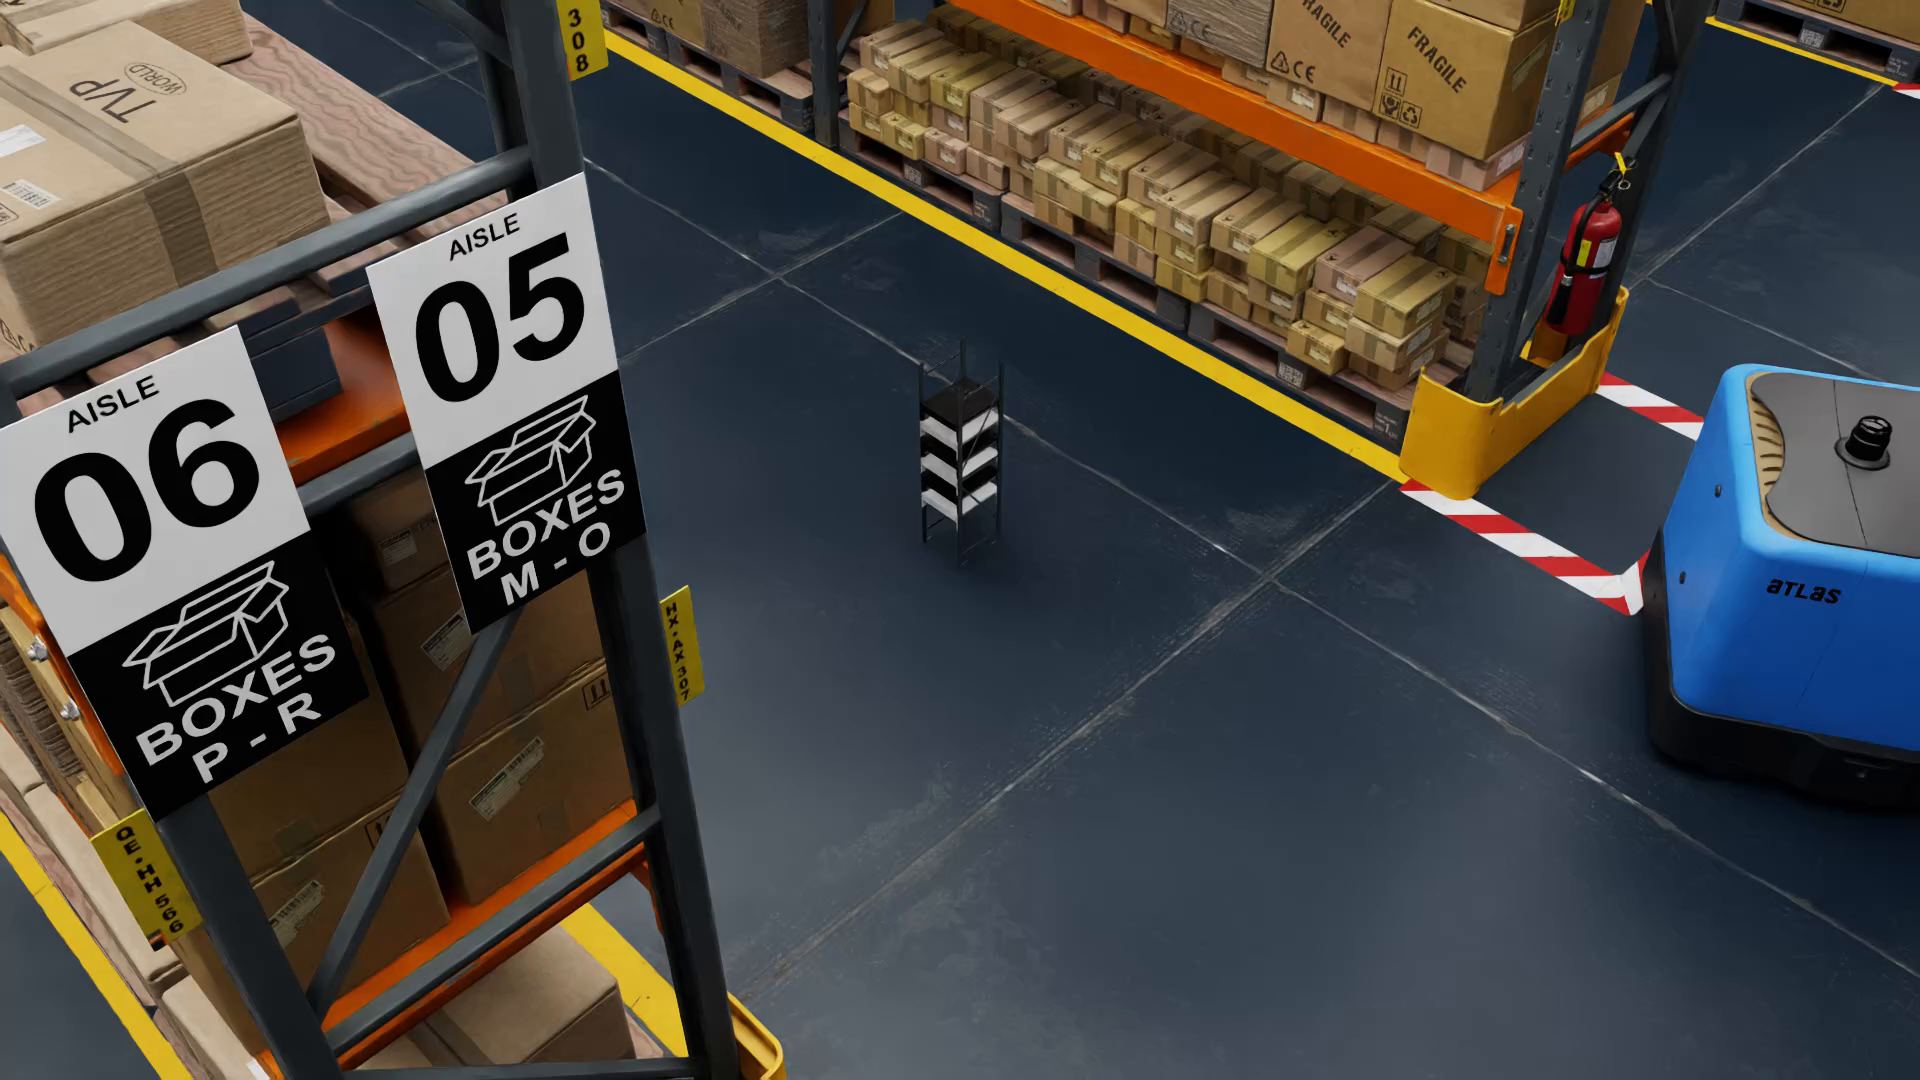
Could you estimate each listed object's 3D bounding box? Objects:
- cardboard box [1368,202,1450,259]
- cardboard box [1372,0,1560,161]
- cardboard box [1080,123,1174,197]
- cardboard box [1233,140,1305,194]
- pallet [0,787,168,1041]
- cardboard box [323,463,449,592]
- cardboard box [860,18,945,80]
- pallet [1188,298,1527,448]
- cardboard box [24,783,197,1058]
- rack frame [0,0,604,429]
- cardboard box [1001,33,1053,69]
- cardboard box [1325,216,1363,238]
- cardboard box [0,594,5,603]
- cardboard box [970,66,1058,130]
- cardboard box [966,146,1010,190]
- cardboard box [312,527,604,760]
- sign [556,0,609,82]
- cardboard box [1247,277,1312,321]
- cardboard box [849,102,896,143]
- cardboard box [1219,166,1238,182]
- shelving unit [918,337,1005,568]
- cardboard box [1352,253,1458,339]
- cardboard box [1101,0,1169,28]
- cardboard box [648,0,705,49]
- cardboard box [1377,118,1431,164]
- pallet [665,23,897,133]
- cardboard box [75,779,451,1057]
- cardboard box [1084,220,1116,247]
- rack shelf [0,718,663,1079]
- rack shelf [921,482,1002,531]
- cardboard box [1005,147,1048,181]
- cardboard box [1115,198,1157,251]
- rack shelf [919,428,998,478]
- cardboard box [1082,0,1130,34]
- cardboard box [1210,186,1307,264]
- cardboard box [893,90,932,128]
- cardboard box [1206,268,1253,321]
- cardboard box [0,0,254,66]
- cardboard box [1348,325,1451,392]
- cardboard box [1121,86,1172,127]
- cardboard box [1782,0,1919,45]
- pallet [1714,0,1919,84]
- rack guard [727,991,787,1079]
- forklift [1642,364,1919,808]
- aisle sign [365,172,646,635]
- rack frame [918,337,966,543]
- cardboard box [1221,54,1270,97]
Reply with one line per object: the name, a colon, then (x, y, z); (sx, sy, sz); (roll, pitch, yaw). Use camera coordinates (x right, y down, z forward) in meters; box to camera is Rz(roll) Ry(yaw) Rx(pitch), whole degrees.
cardboard box: (2.020, -1.388, 7.394); (0.380, 0.149, 0.250); (-33, 52, -31)
cardboard box: (1.930, -1.811, 6.207); (0.500, 0.500, 0.500); (-33, 52, -31)
cardboard box: (0.787, -1.792, 7.832); (0.380, 0.149, 0.250); (-34, 52, -31)
cardboard box: (1.510, -1.787, 7.827); (0.380, 0.149, 0.250); (-32, 51, -30)
pallet: (-2.481, 0.940, 5.578); (1.003, 0.211, 1.213); (-34, 53, -31)
cardboard box: (-1.059, -0.097, 3.356); (0.380, 0.149, 0.250); (-33, 52, -30)
cardboard box: (-0.299, -2.555, 8.658); (0.380, 0.149, 0.250); (-32, 51, -30)
pallet: (1.827, -0.992, 7.668); (1.003, 0.211, 1.213); (-34, 53, -31)
cardboard box: (-2.193, 0.930, 5.112); (0.875, 0.438, 0.875); (-33, 52, -30)
rack frame: (-1.004, -1.355, 1.586); (1.000, 3.000, 0.127); (-34, 53, -31)
cardboard box: (0.430, -2.554, 8.657); (0.250, 0.149, 0.380); (34, 52, 31)
cardboard box: (1.852, -1.398, 7.624); (0.380, 0.149, 0.250); (-33, 52, -31)
cardboard box: (-1.837, -0.064, 3.321); (0.250, 0.149, 0.380); (34, 52, 31)
cardboard box: (0.268, -2.182, 8.254); (0.250, 0.149, 0.380); (33, 52, 30)
cardboard box: (0.249, -1.952, 8.444); (0.250, 0.149, 0.380); (33, 52, 31)
cardboard box: (-1.141, 0.077, 3.646); (0.500, 0.500, 0.500); (33, 52, 31)
sign: (-0.607, -0.867, 2.565); (0.100, 0.325, 0.005); (-34, 53, -31)
cardboard box: (1.486, -1.155, 7.361); (0.250, 0.149, 0.380); (32, 52, 30)
cardboard box: (-0.366, -2.273, 8.791); (0.250, 0.149, 0.380); (32, 51, 30)
cardboard box: (1.272, -1.765, 8.022); (0.380, 0.149, 0.250); (-31, 51, -29)
shelving unit: (0.006, -0.327, 6.440); (0.258, 0.900, 0.210); (-34, 53, -31)
cardboard box: (1.876, -1.031, 7.009); (0.380, 0.149, 0.250); (-33, 52, -31)
cardboard box: (0.860, -2.545, 7.001); (0.500, 0.500, 0.500); (-31, 51, -29)
cardboard box: (-1.458, -3.212, 9.549); (0.500, 0.500, 0.500); (33, 52, 30)
cardboard box: (1.850, -1.639, 6.499); (0.250, 0.149, 0.380); (34, 53, 31)
pallet: (-0.946, -2.844, 9.672); (1.003, 0.211, 1.213); (-34, 53, -31)
cardboard box: (-1.532, 0.707, 3.701); (0.500, 0.500, 0.500); (-34, 52, -31)
cardboard box: (0.819, -1.579, 8.040); (0.380, 0.149, 0.250); (-33, 52, -30)
rack shelf: (-2.416, 0.152, 4.906); (1.077, 0.370, 4.000); (-34, 53, -31)
rack shelf: (0.006, -0.170, 6.585); (0.258, 0.077, 0.200); (-34, 53, -31)
cardboard box: (0.440, -1.931, 8.201); (0.380, 0.149, 0.250); (-32, 51, -30)
cardboard box: (0.944, -1.529, 7.767); (0.380, 0.149, 0.250); (-31, 51, -29)
rack shelf: (0.006, -0.368, 6.402); (0.258, 0.077, 0.200); (-34, 53, -31)
cardboard box: (0.760, -2.393, 7.315); (0.380, 0.149, 0.250); (-32, 52, -30)
cardboard box: (1.329, -1.398, 7.405); (0.250, 0.149, 0.380); (32, 52, 30)
cardboard box: (-0.124, -2.305, 8.606); (0.380, 0.149, 0.250); (-34, 52, -31)
cardboard box: (1.348, -1.188, 7.617); (0.380, 0.149, 0.250); (-34, 52, -31)
cardboard box: (-1.610, -0.985, 3.198); (0.380, 0.149, 0.250); (-32, 52, -30)
cardboard box: (1.910, -0.833, 7.232); (0.380, 0.149, 0.250); (-33, 52, -31)
cardboard box: (1.013, -2.183, 8.255); (0.250, 0.149, 0.380); (32, 52, 30)
cardboard box: (5.504, -3.544, 9.632); (0.875, 0.875, 0.875); (-34, 53, -31)
pallet: (5.392, -3.224, 10.083); (1.003, 0.211, 1.213); (-34, 53, -31)
rack guard: (-0.987, 1.778, 4.458); (1.175, 0.500, 0.348); (-34, 53, -31)
forklift: (4.023, -0.352, 4.971); (3.031, 2.935, 1.130); (10, 44, 11)
aisle sign: (-0.748, -0.211, 2.852); (0.394, 0.787, 0.004); (-34, 53, -31)
rack frame: (-0.066, -0.375, 6.493); (0.240, 0.900, 0.006); (-34, 53, -31)
cardboard box: (1.300, -2.004, 6.894); (0.250, 0.149, 0.380); (32, 51, 30)
